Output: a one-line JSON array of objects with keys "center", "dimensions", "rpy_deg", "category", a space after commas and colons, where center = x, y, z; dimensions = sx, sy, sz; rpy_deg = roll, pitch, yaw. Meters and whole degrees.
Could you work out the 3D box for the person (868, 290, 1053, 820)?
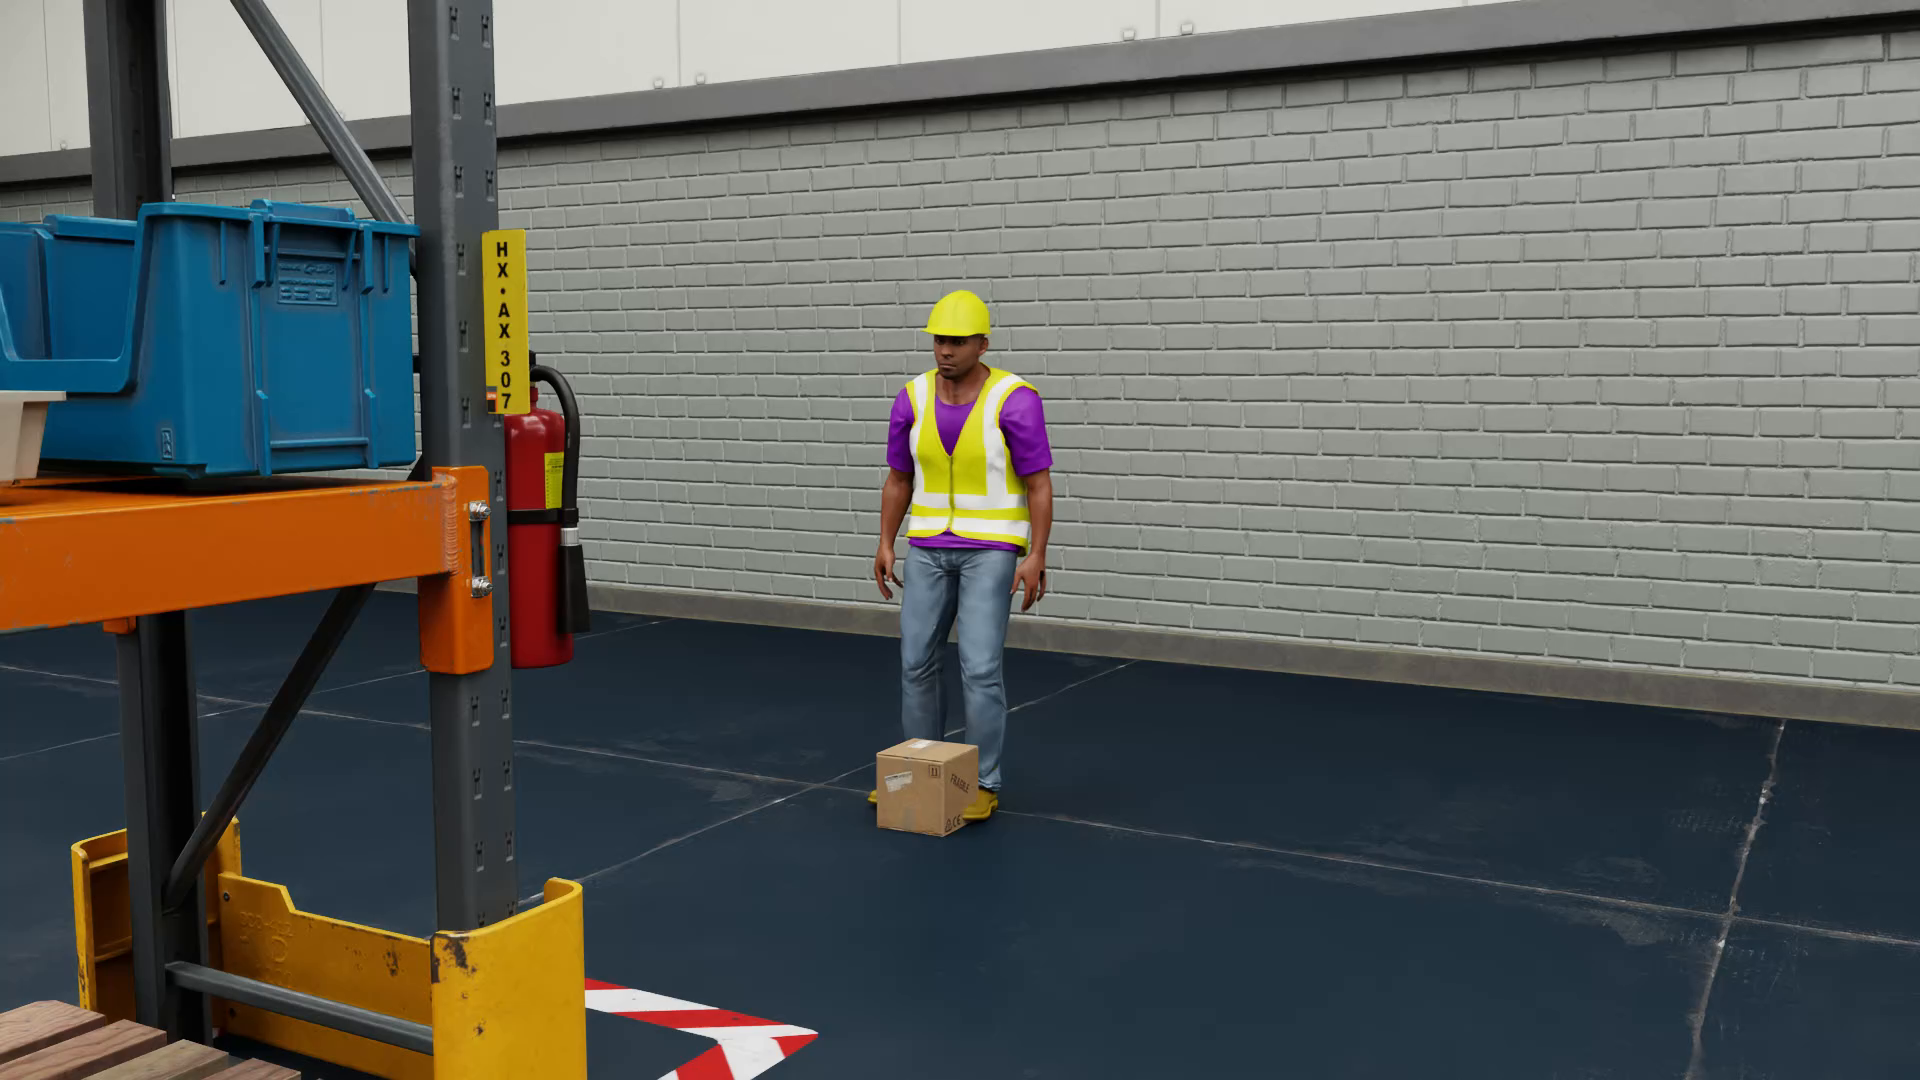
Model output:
[{"center": [0.000, 0.047, 5.621], "dimensions": [0.630, 1.755, 0.461], "rpy_deg": [3, 7, 25], "category": "person"}]
